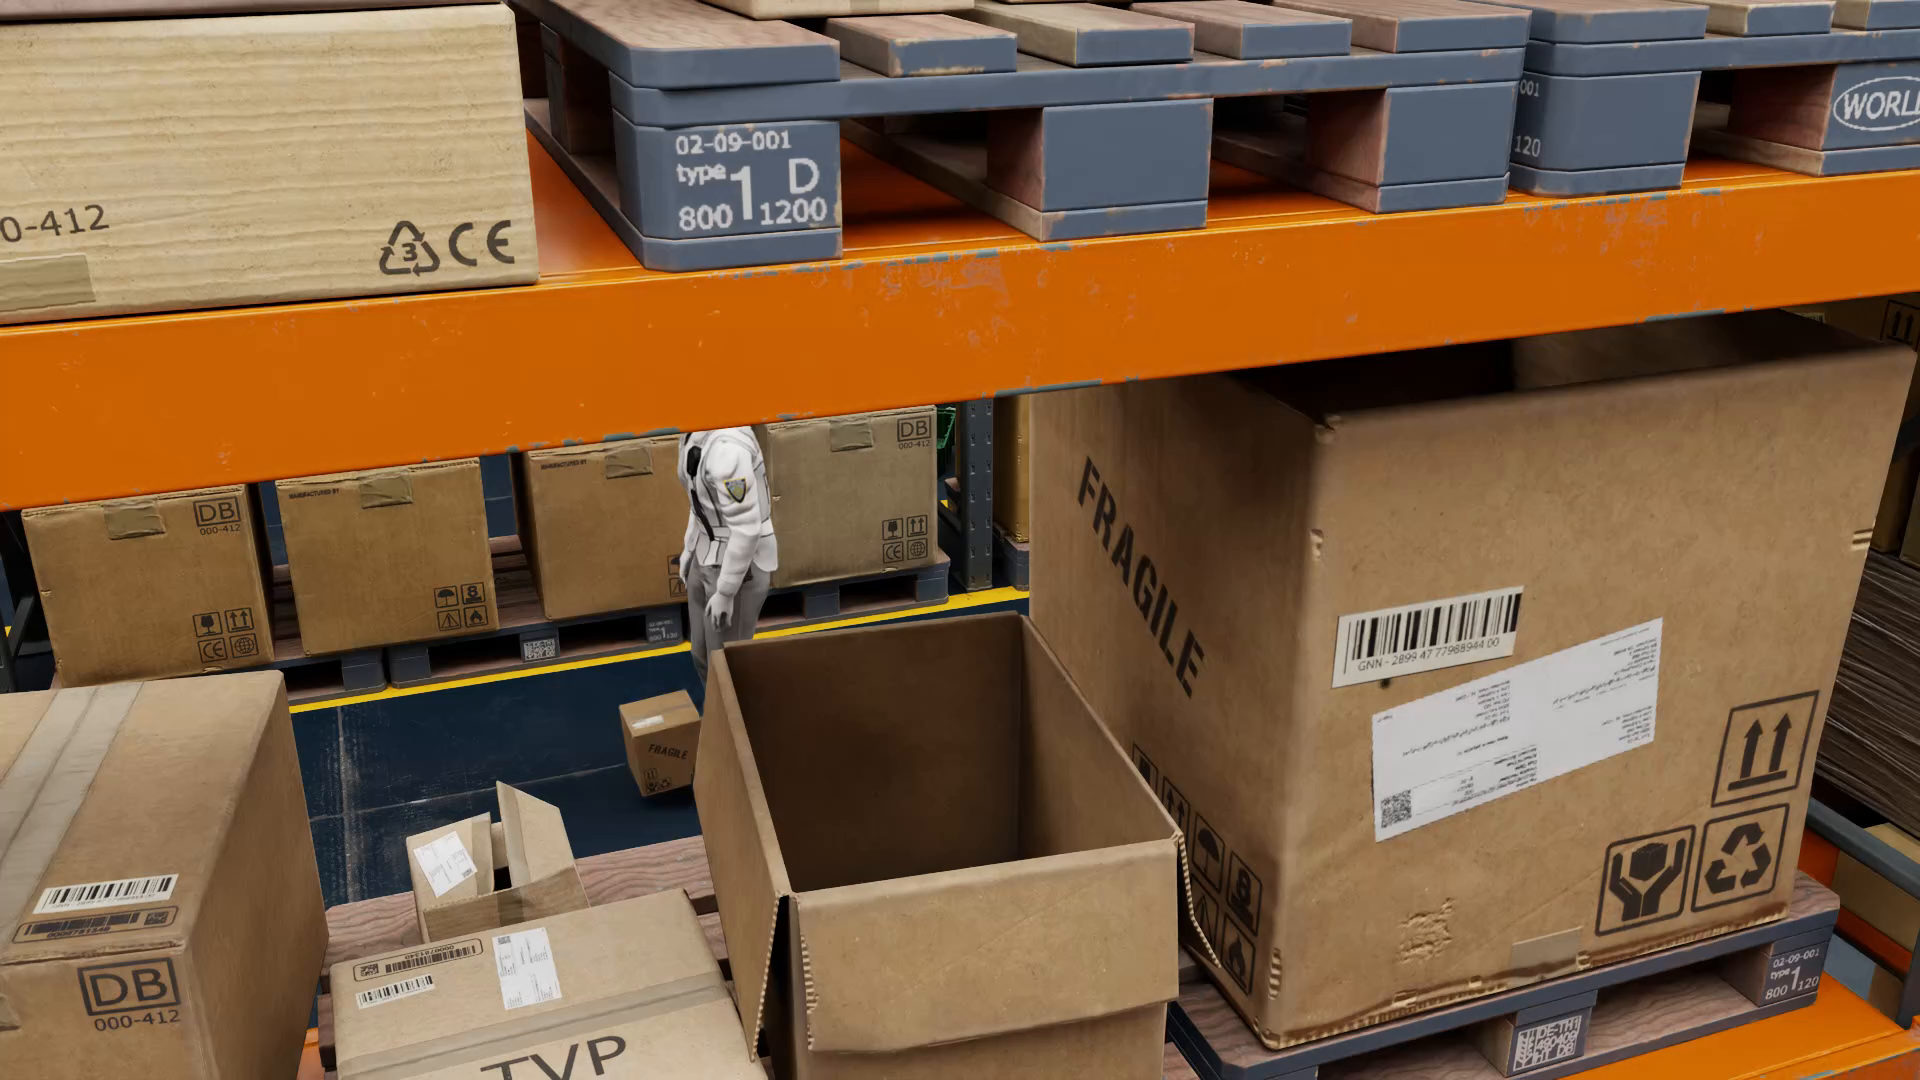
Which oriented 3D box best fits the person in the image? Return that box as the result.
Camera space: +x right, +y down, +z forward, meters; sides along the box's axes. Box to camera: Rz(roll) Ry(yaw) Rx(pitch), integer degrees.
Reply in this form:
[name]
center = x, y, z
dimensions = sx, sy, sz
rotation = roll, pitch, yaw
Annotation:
[person]
center = -0.829, 0.114, 5.814
dimensions = 0.360, 1.665, 0.513
rotation = -9, 24, -21
